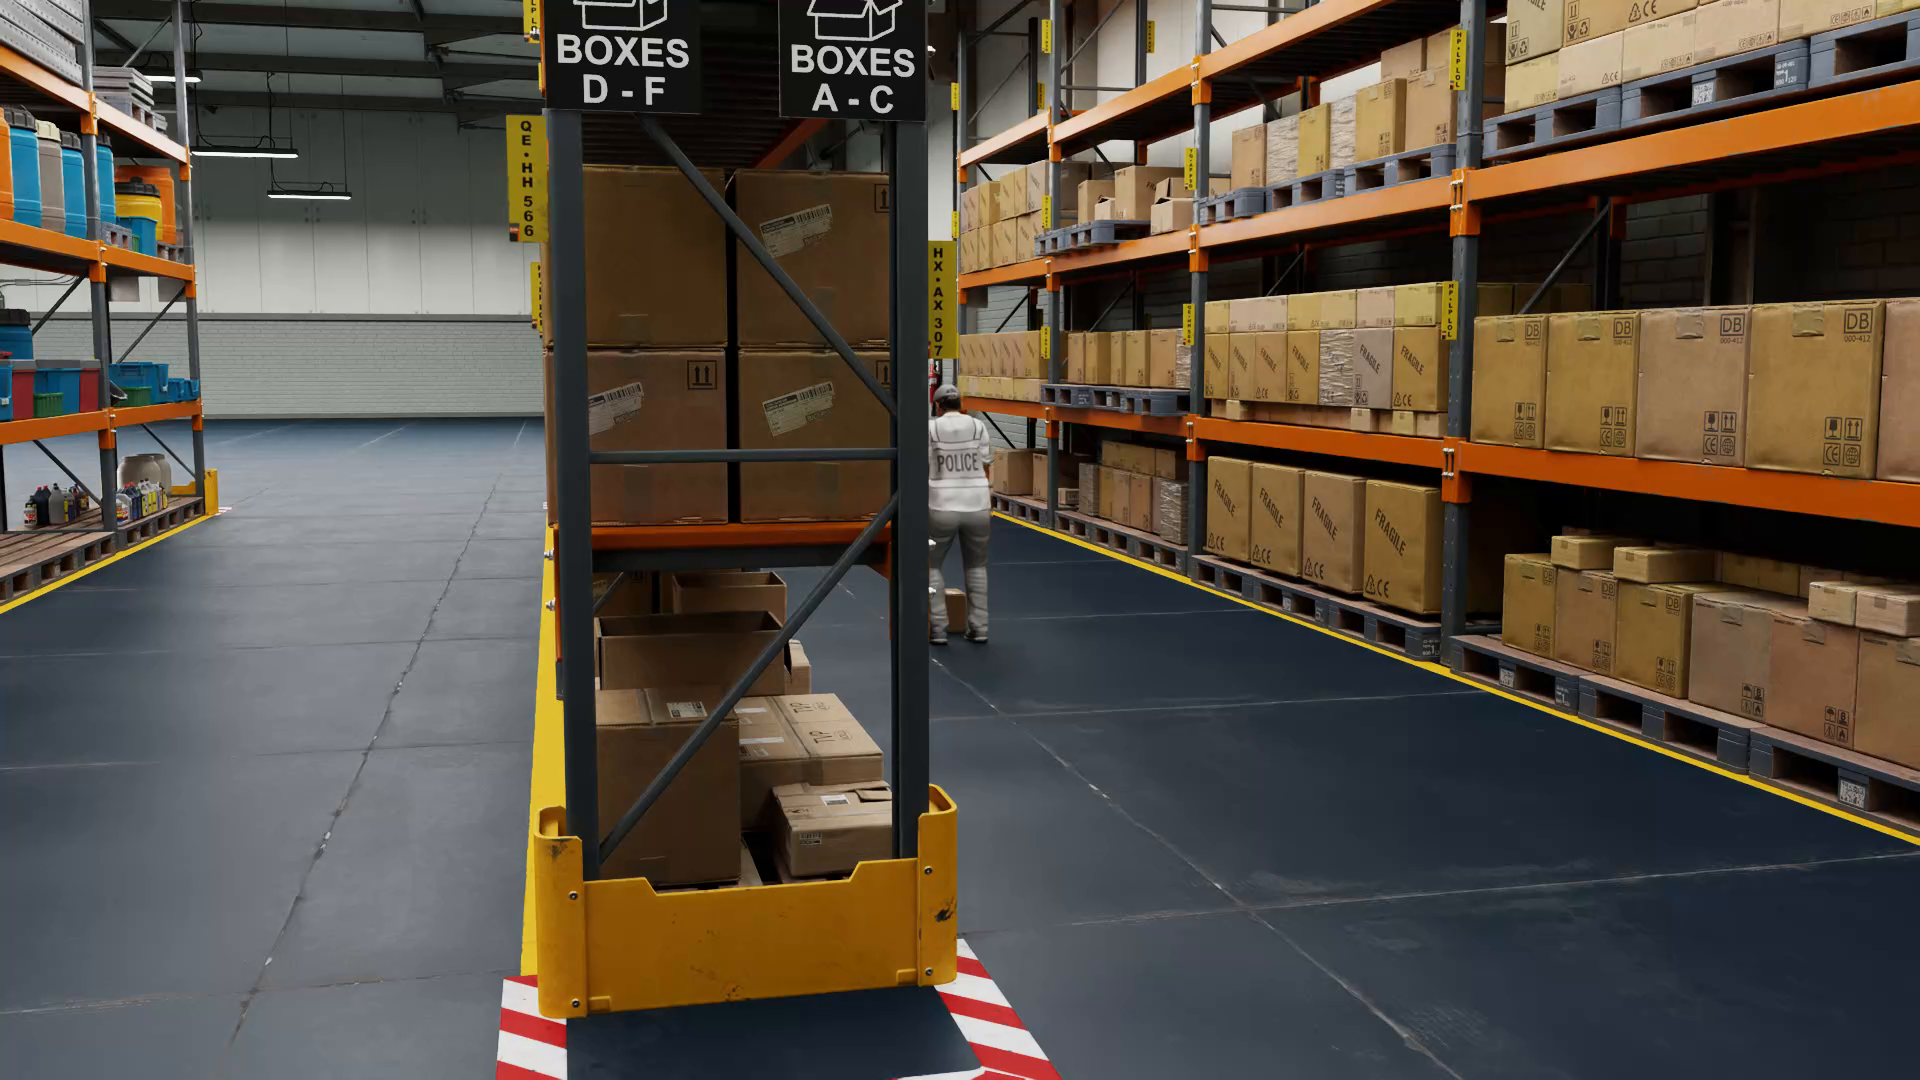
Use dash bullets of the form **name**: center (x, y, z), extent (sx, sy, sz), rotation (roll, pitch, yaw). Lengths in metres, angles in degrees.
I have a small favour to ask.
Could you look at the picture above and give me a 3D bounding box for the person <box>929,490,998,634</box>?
- **person**: center (-0.068, 0.148, 10.537), extent (0.520, 0.880, 0.855), rotation (-2, 6, -14)
